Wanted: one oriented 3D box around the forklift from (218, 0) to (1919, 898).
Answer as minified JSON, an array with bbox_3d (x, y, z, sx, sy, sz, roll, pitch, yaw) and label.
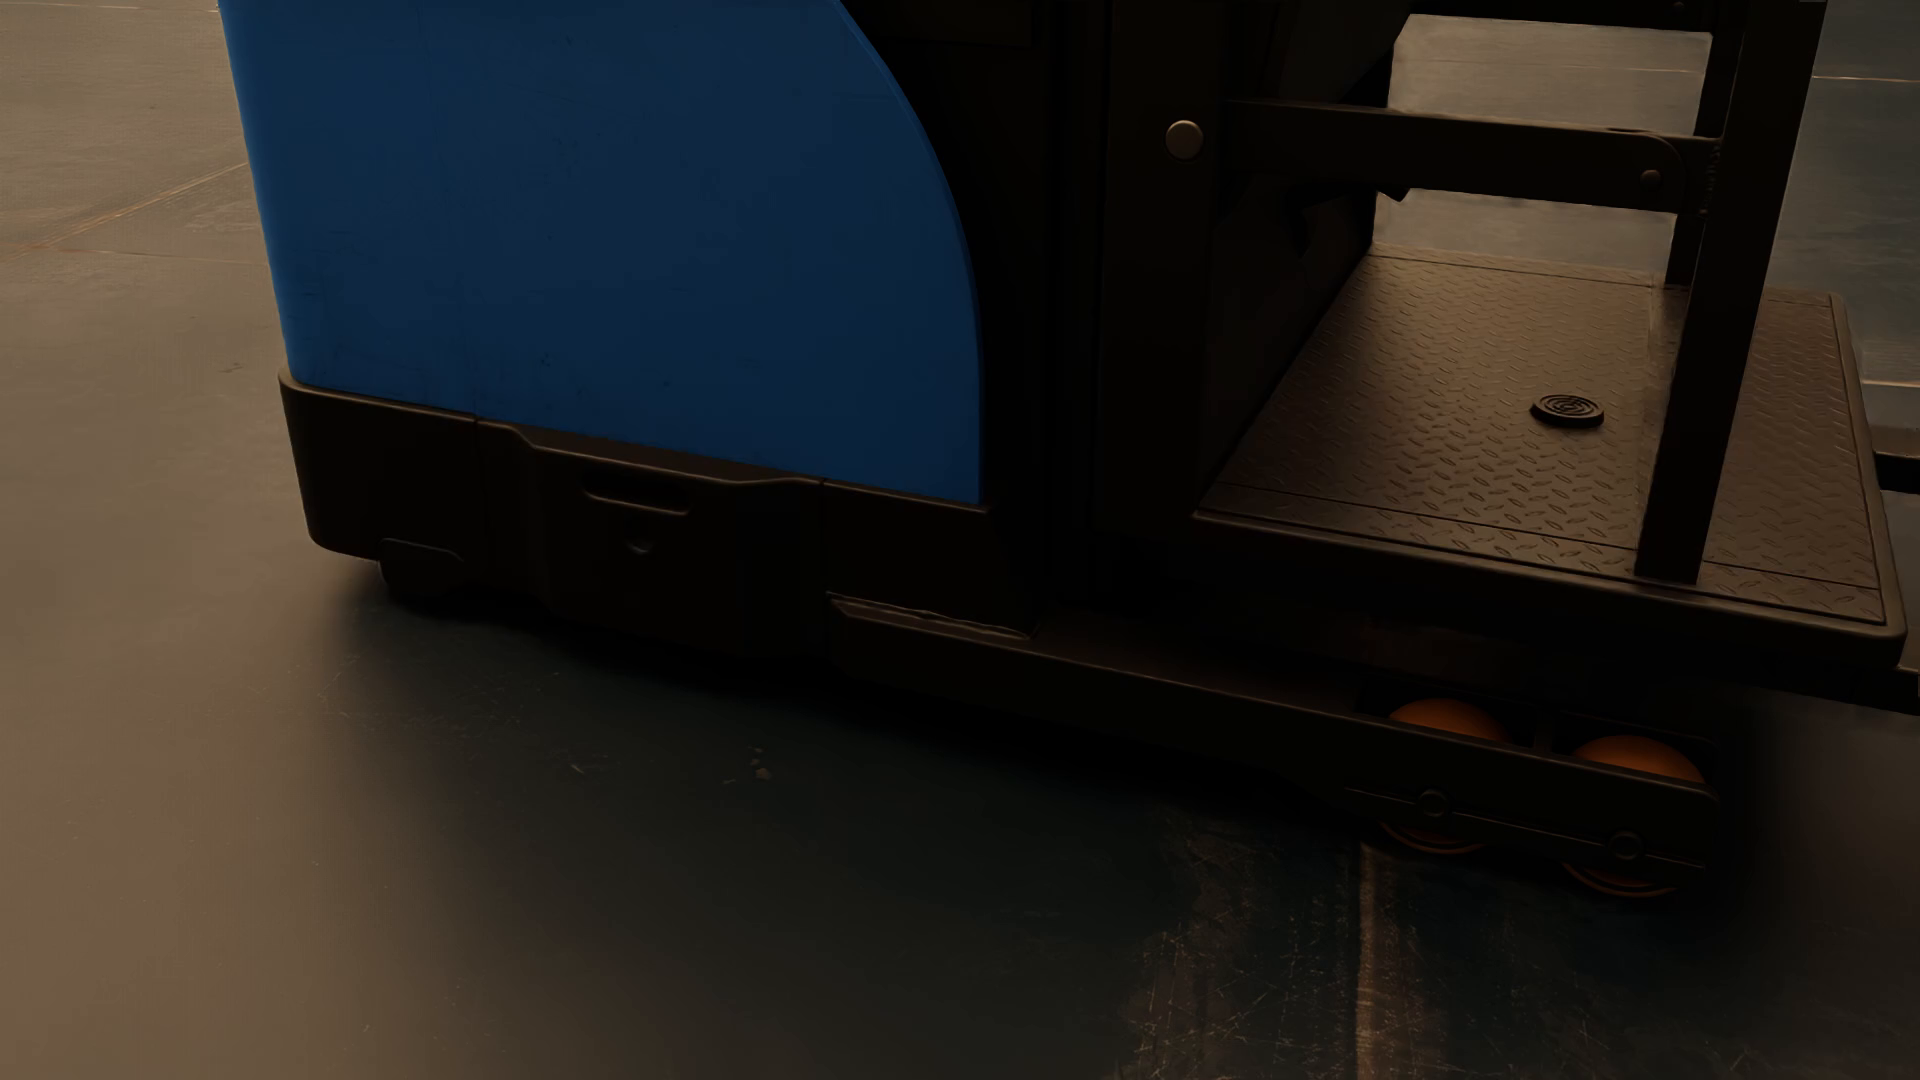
[{"bbox_3d":[0.635,-1.204,1.633,3.031,2.935,1.130,11,29,20],"label":"forklift"}]
